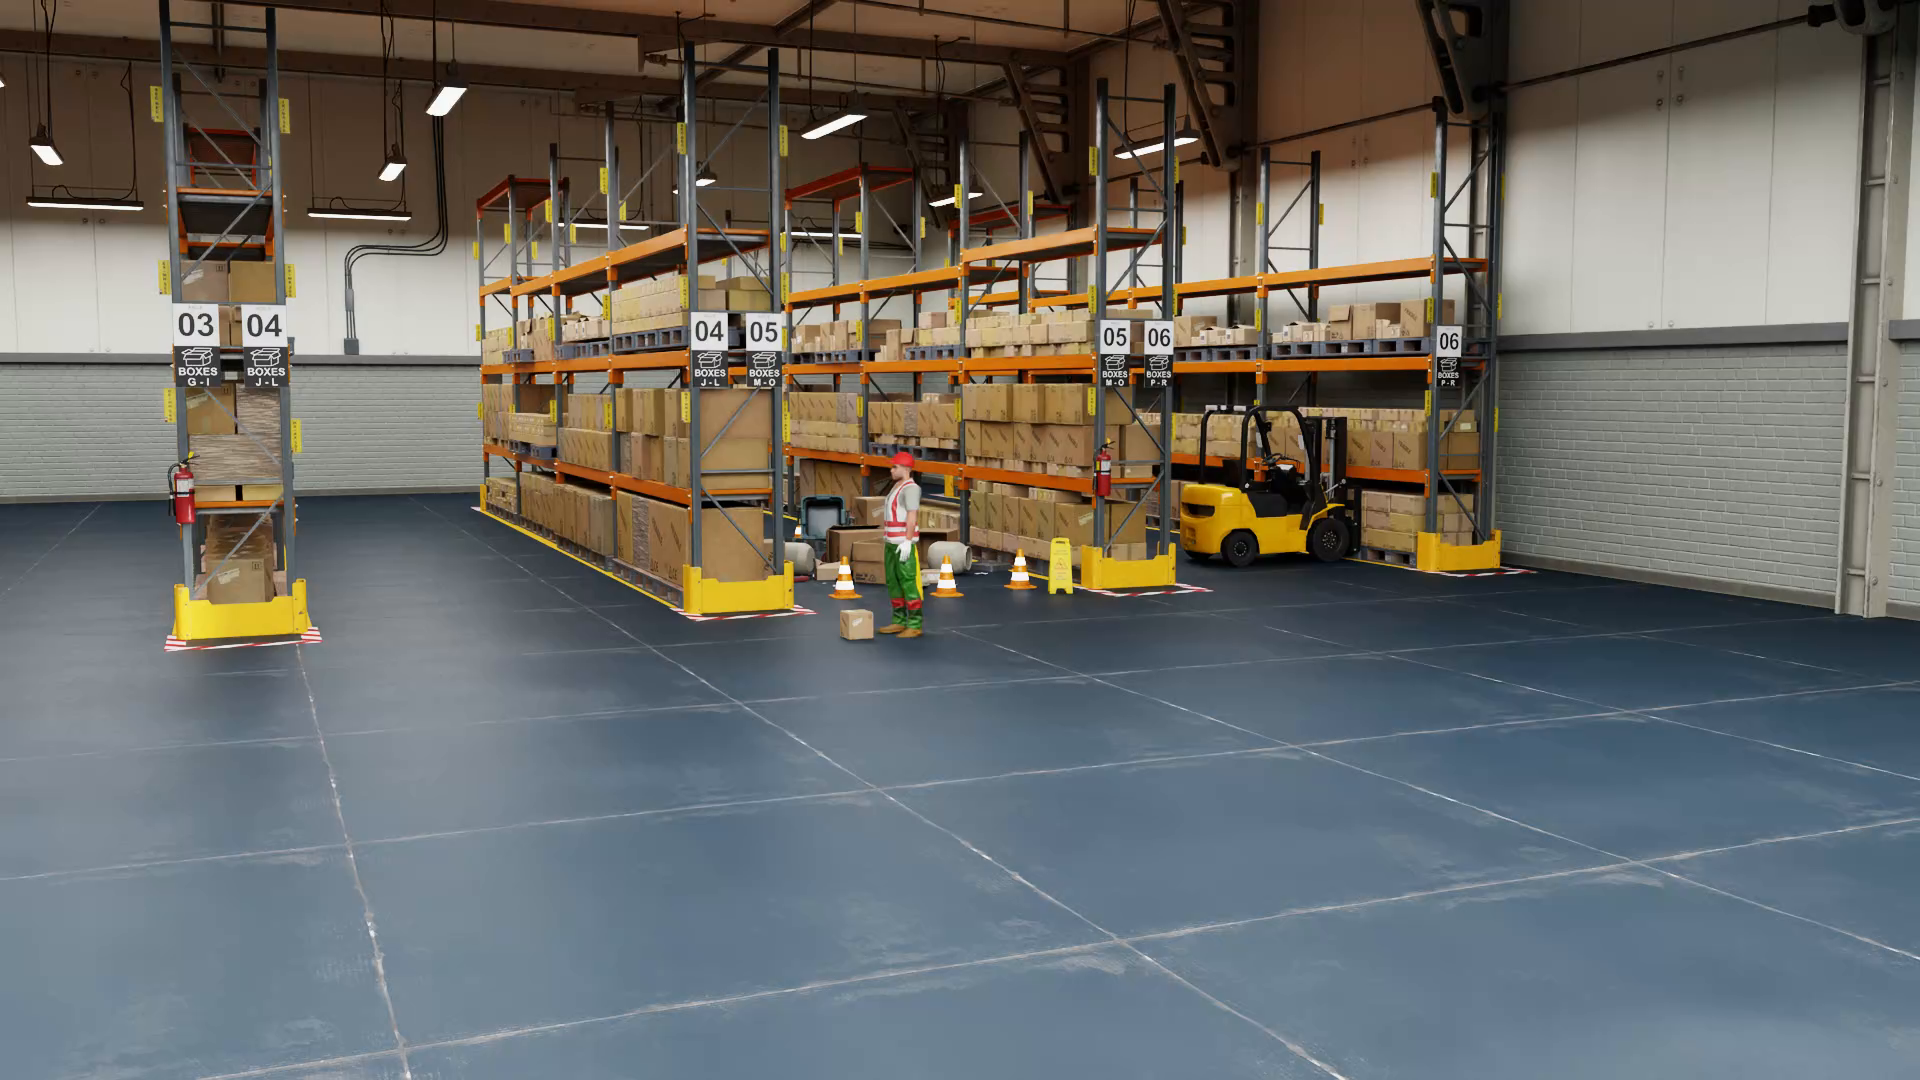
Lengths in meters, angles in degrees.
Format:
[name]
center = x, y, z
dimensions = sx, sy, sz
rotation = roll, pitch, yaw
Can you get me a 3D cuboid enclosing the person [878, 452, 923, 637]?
[person]
center = -0.580, 0.048, 16.195
dimensions = 0.367, 1.813, 0.526
rotation = -2, 6, -22
